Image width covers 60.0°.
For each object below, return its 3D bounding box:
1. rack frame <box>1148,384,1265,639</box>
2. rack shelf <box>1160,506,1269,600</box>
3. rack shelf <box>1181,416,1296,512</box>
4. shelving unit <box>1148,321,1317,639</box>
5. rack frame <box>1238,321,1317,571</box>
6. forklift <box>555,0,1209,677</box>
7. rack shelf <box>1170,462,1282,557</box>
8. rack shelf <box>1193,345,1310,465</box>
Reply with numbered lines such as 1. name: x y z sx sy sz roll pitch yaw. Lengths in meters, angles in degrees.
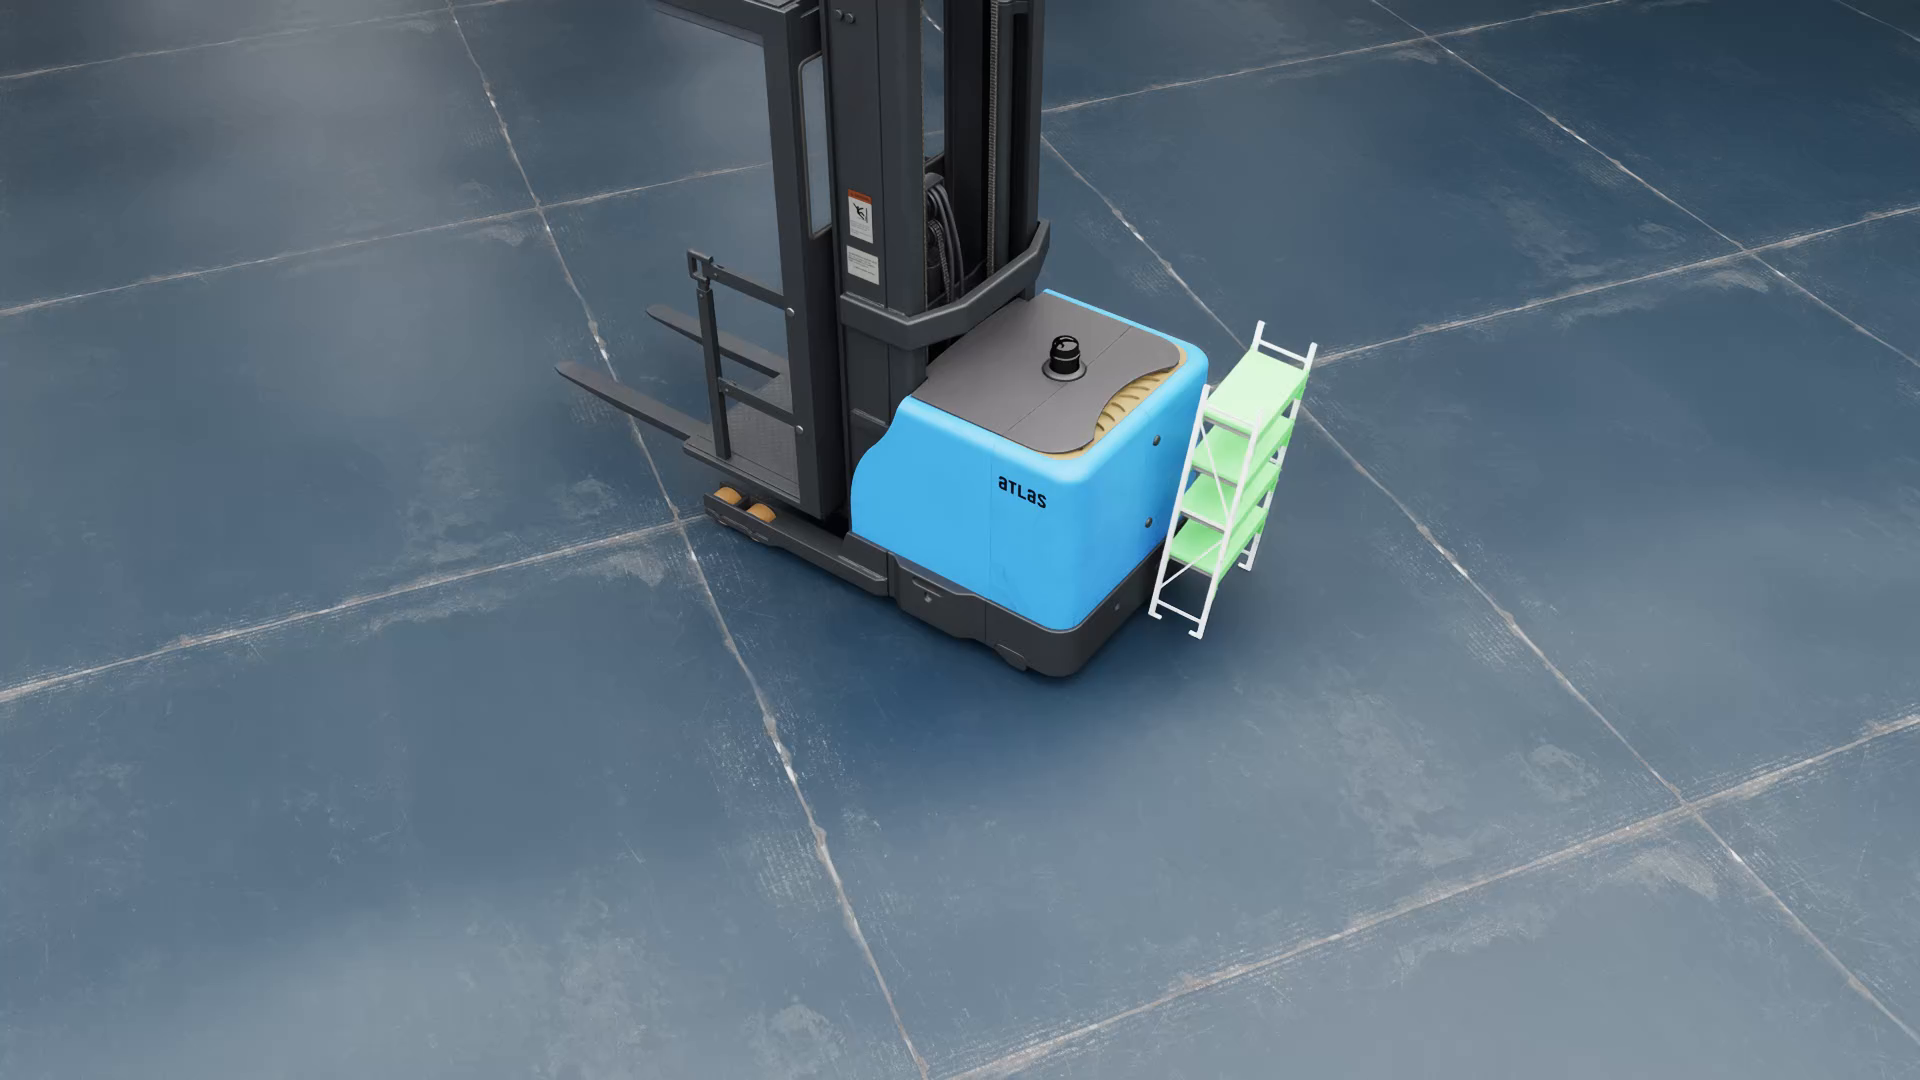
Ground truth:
1. rack frame: 0.935 -0.081 6.406 0.240 1.200 0.015 26 47 19
2. rack shelf: 1.035 0.002 6.773 0.258 0.148 0.480 26 47 19
3. rack shelf: 1.078 -0.343 6.442 0.258 0.148 0.480 26 47 19
4. shelving unit: 1.062 -0.216 6.564 0.258 1.200 0.503 26 47 19
5. rack frame: 1.190 -0.352 6.721 0.240 1.200 0.015 26 47 19
6. forklift: -0.504 -1.353 6.575 3.031 2.935 1.130 26 47 27
7. rack shelf: 1.057 -0.171 6.608 0.258 0.148 0.480 26 47 19
8. rack shelf: 1.099 -0.515 6.276 0.258 0.148 0.480 26 47 19
